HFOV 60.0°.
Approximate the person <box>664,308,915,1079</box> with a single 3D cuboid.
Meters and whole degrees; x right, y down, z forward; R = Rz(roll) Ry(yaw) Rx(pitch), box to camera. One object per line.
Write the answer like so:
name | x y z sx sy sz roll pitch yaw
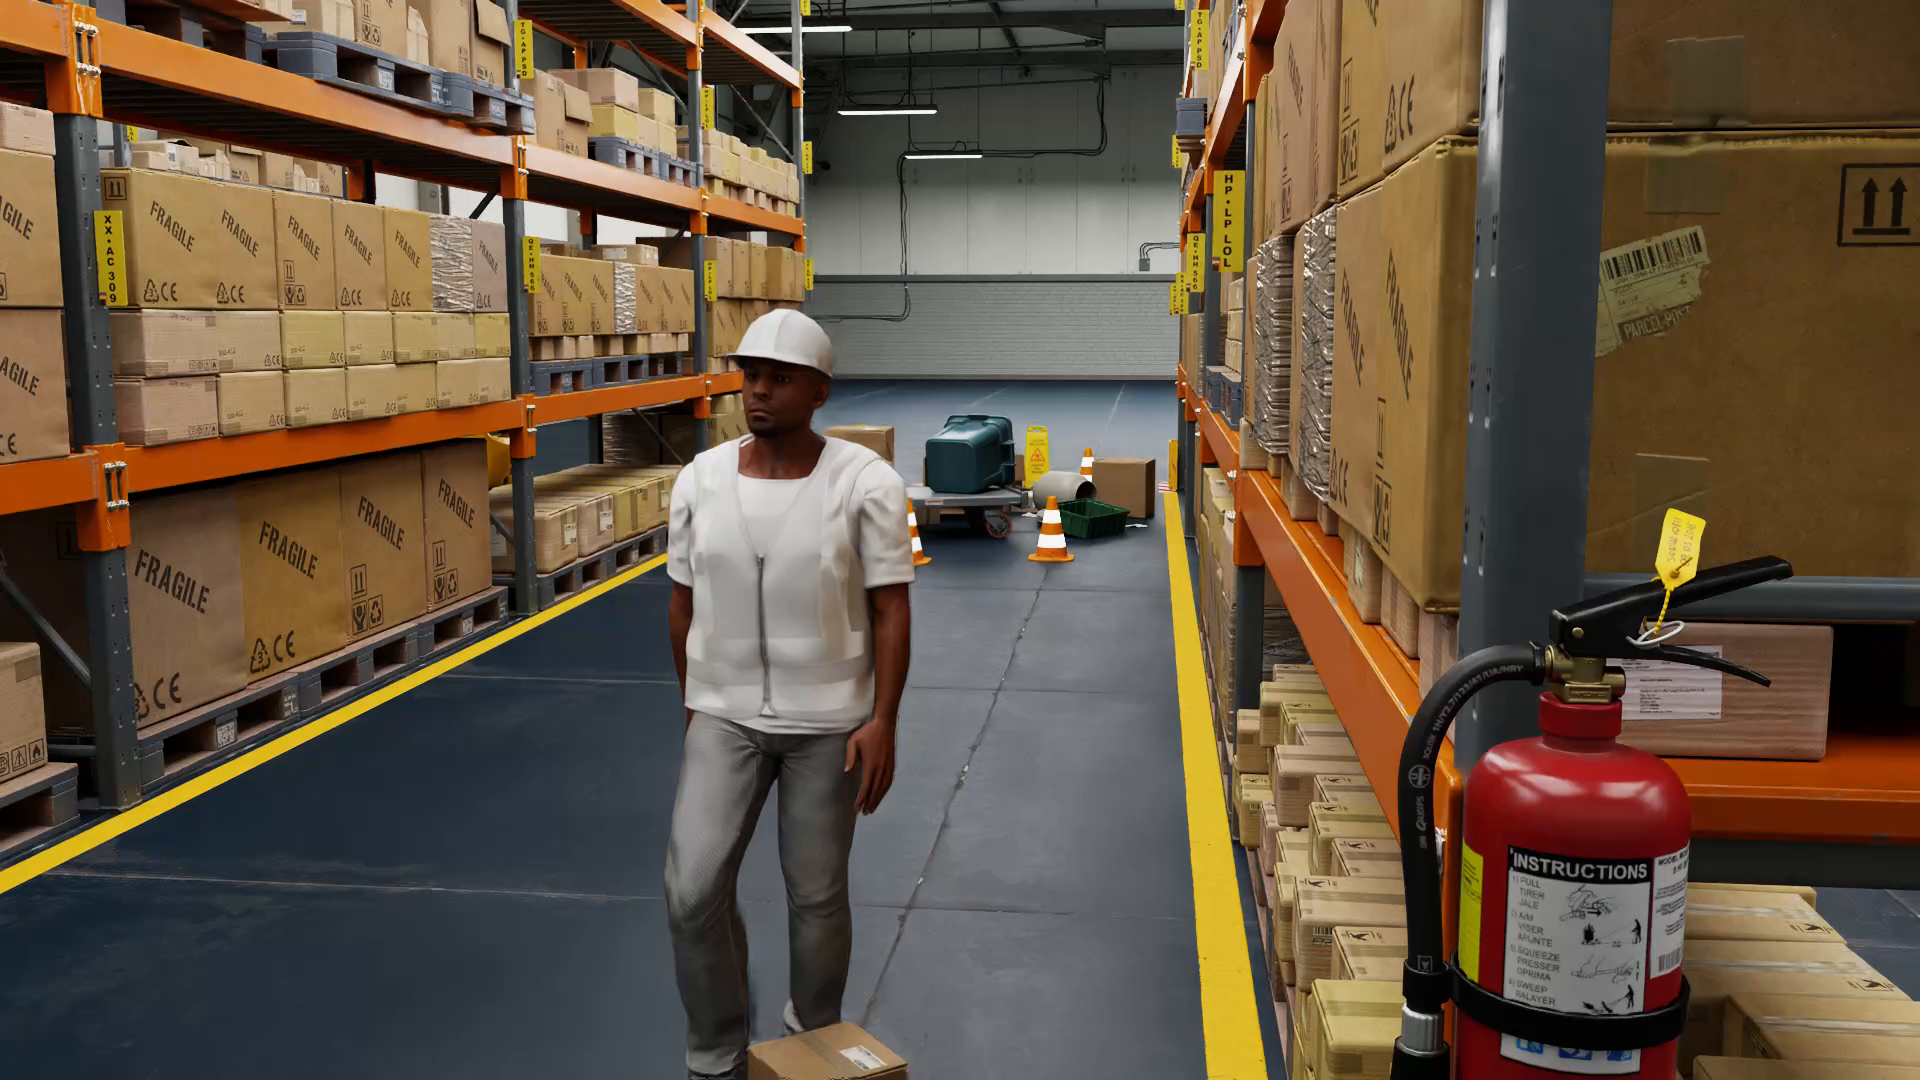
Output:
person | -0.381 0.423 3.586 0.567 1.829 0.513 1 8 6
